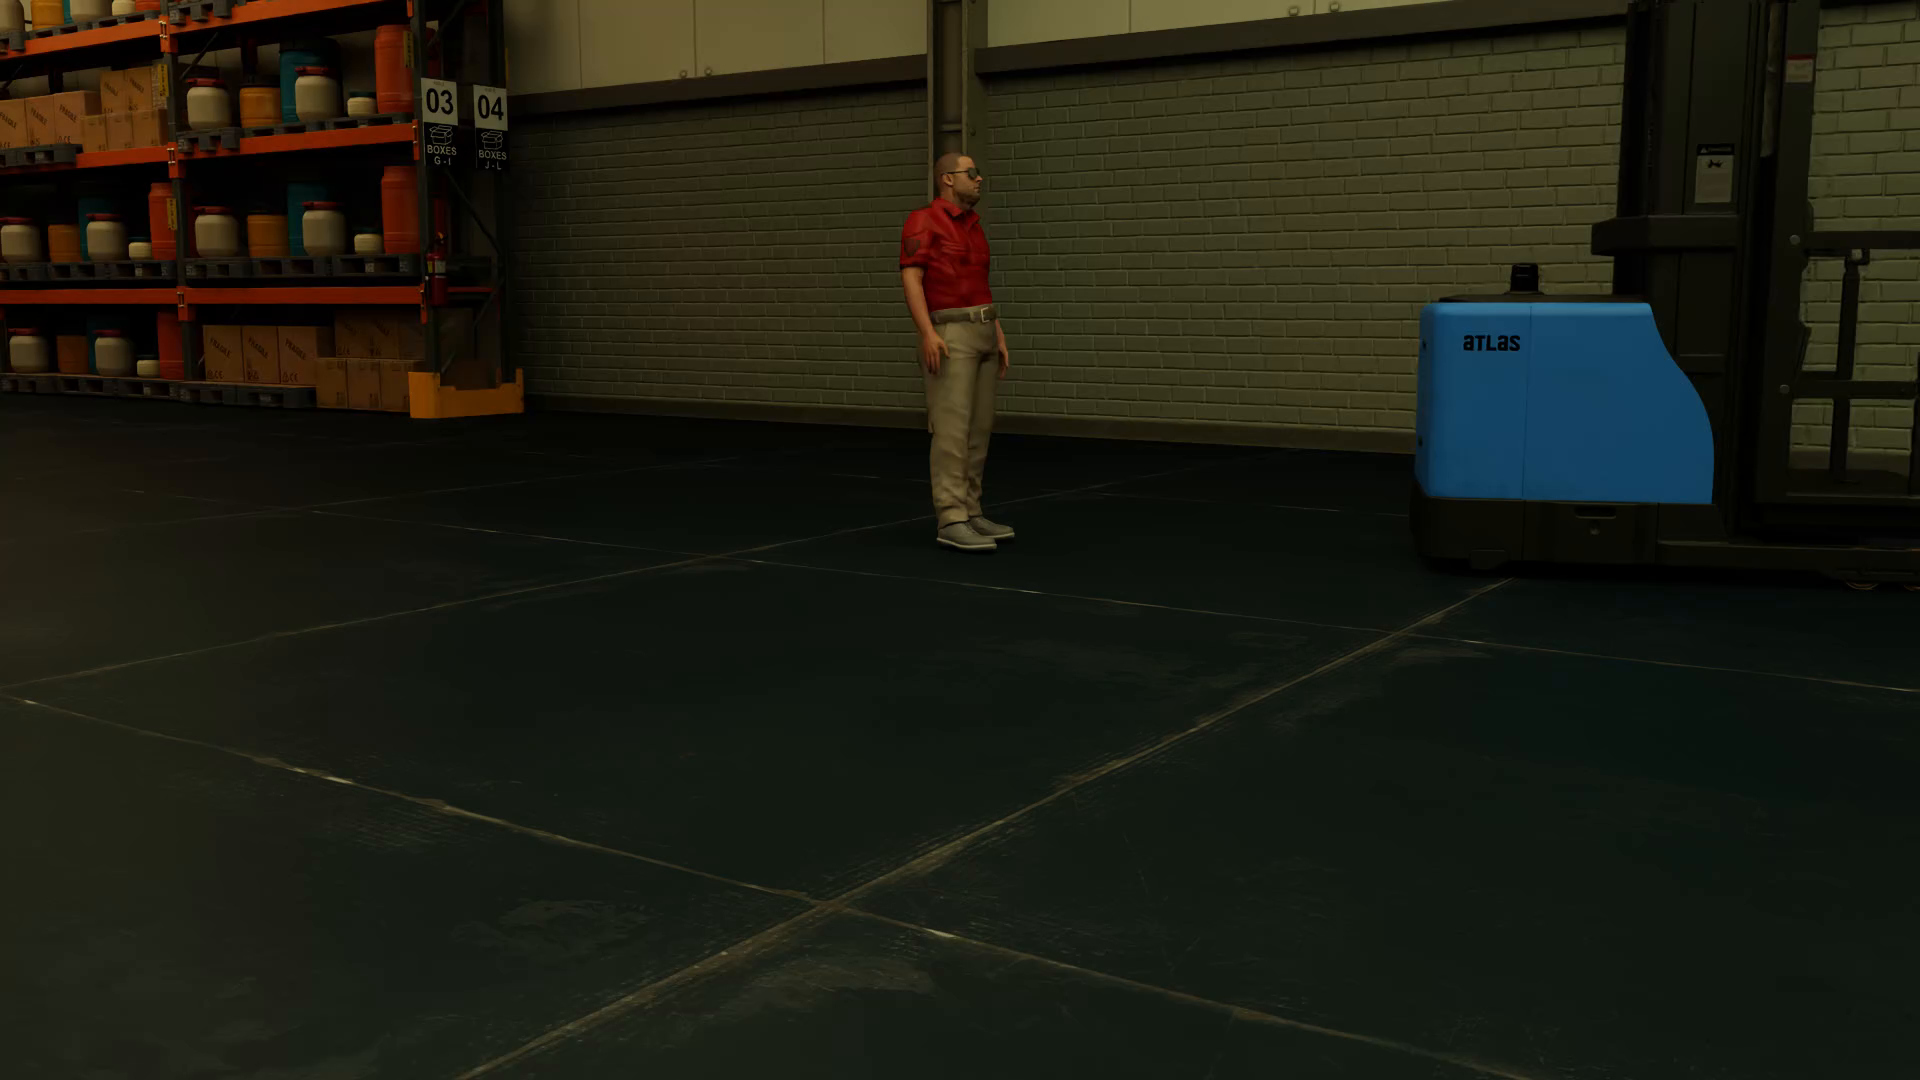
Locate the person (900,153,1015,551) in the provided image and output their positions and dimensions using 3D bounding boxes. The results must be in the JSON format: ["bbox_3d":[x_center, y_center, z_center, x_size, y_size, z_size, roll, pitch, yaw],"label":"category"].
[{"bbox_3d":[0.067,-0.854,7.421,0.551,1.727,0.640,5,10,34],"label":"person"}]

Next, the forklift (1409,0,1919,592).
[{"bbox_3d":[3.424,-1.337,6.596,3.031,2.935,1.130,2,8,12],"label":"forklift"}]
